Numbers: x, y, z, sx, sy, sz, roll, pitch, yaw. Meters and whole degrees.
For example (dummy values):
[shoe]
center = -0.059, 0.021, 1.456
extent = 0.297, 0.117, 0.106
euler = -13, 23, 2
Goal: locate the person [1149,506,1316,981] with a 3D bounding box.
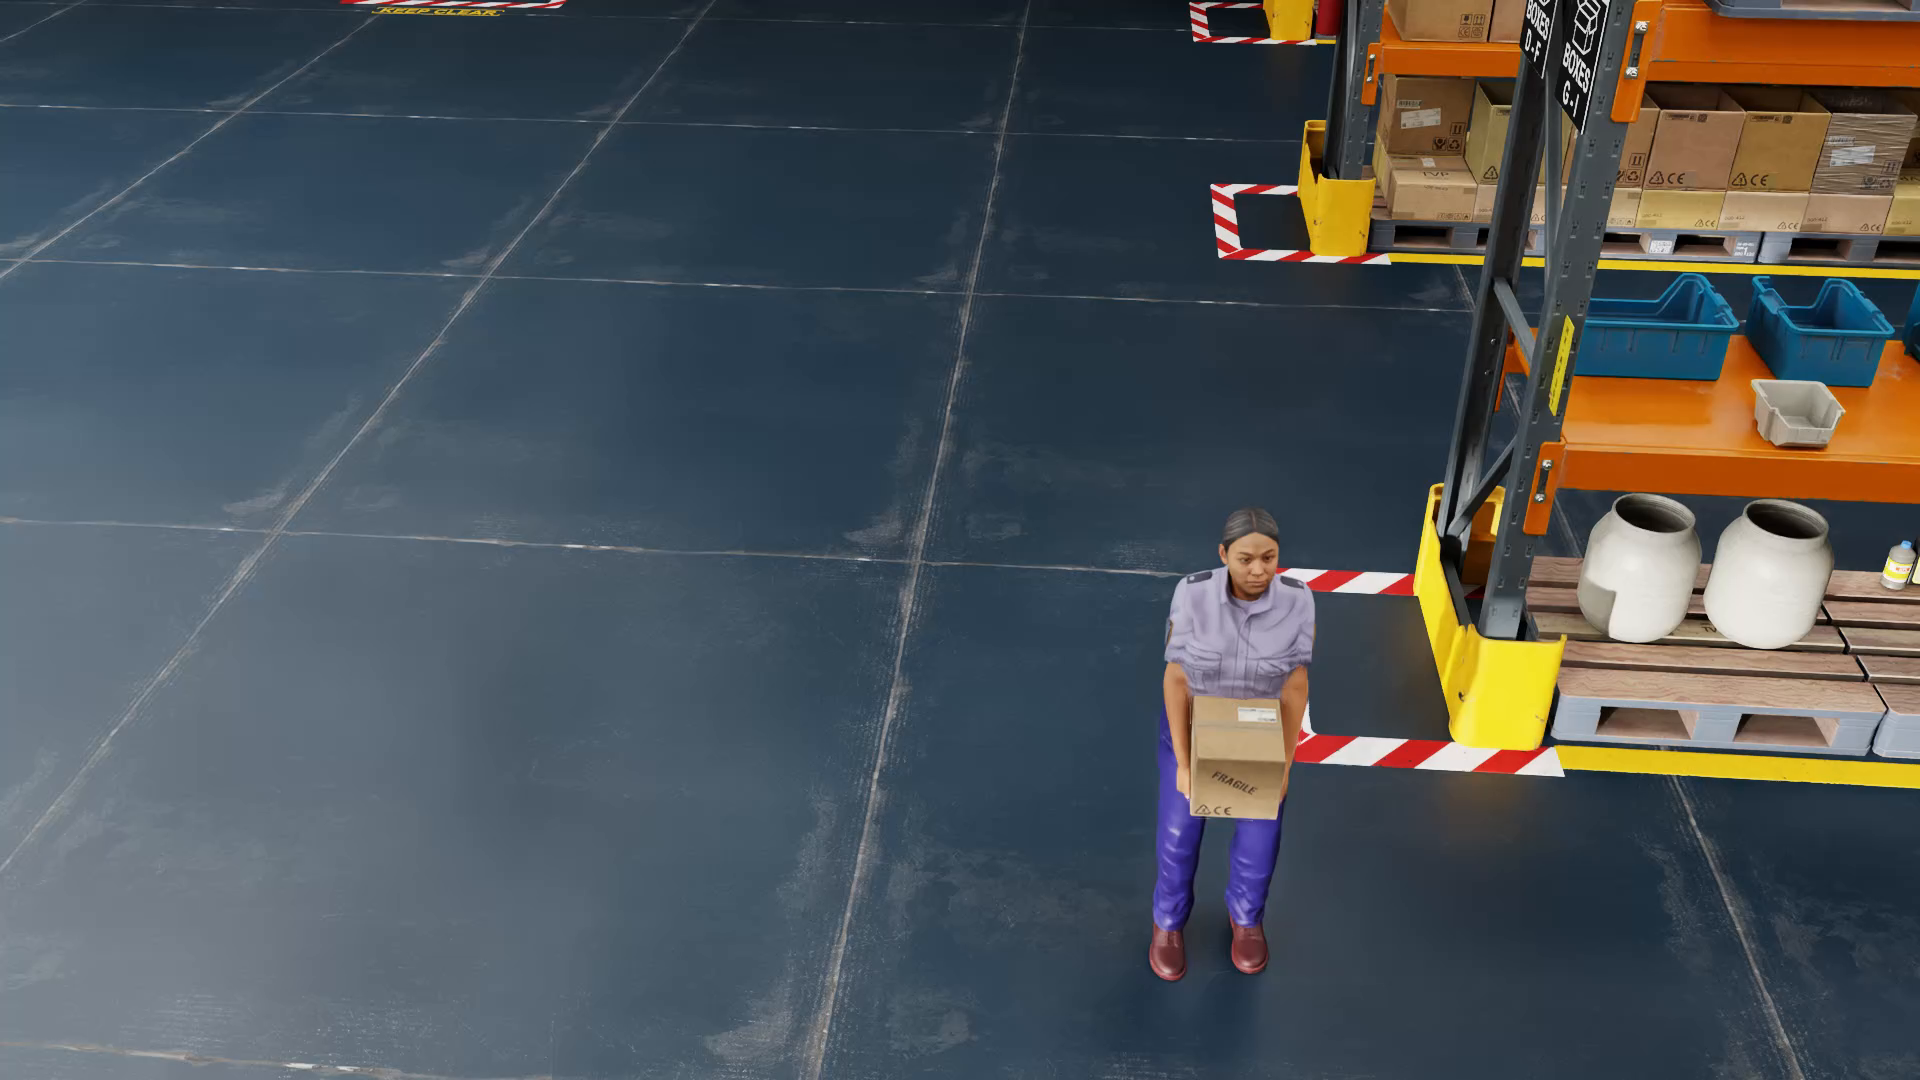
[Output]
[person]
center = 0.826, 0.670, 5.094
extent = 0.441, 1.646, 0.519
euler = 2, 32, 4
